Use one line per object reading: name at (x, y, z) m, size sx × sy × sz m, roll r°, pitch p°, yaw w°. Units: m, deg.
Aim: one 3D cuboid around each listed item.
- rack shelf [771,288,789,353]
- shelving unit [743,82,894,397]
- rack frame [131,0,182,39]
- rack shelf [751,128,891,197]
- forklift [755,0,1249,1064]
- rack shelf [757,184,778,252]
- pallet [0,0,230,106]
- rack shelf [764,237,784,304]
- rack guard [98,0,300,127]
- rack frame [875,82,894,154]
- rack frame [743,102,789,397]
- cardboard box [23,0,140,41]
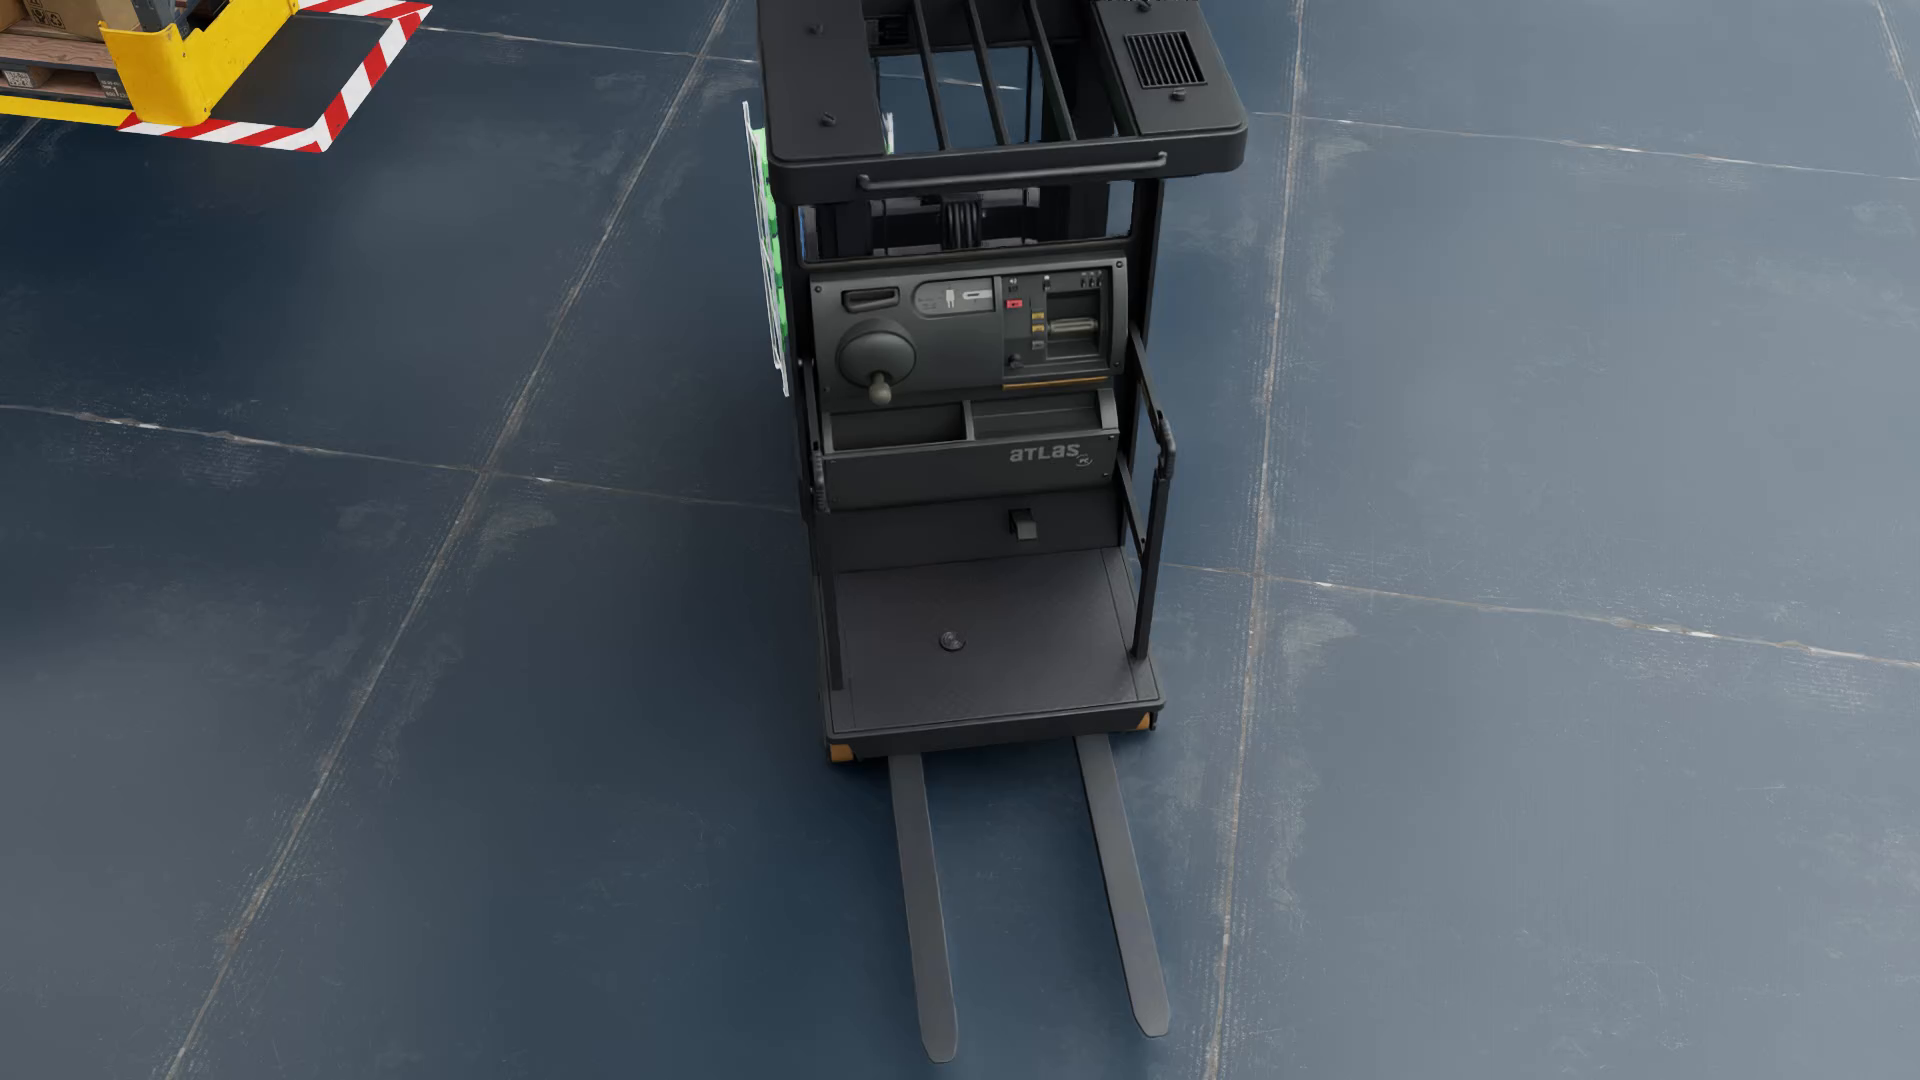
rack shelf at (-0.504, -0.923, 6.669) m, size 0.480 × 0.148 × 0.258 m, roll -12°, pitch 45°, yaw -10°
shelving unit at (-0.509, -1.140, 6.457) m, size 0.503 × 1.200 × 0.258 m, roll -12°, pitch 45°, yaw -10°
rack frame at (-3.673, -3.433, 7.318) m, size 0.127 × 3.000 × 1.000 m, roll 8°, pitch 49°, yaw 7°
rack shelf at (-0.516, -1.437, 6.166) m, size 0.480 × 0.148 × 0.258 m, roll -12°, pitch 45°, yaw -10°
forklift at (0.061, -0.519, 4.746) m, size 1.130 × 2.935 × 3.031 m, roll -5°, pitch 48°, yaw -5°
rack shelf at (-0.512, -1.266, 6.334) m, size 0.480 × 0.148 × 0.258 m, roll -12°, pitch 45°, yaw -10°
pallet at (-4.541, -2.645, 8.484) m, size 1.213 × 0.211 × 1.003 m, roll 8°, pitch 49°, yaw 7°
rack shelf at (-0.508, -1.094, 6.501) m, size 0.480 × 0.148 × 0.258 m, roll -12°, pitch 45°, yaw -10°
rack guard at (-3.748, -2.608, 8.257) m, size 0.348 × 0.500 × 1.175 m, roll 8°, pitch 49°, yaw 7°
rack frame at (-0.274, -1.189, 6.501) m, size 0.015 × 1.200 × 0.240 m, roll -12°, pitch 45°, yaw -10°
rack frame at (-0.744, -1.091, 6.413) m, size 0.015 × 1.200 × 0.240 m, roll -12°, pitch 45°, yaw -10°
cardboard box at (-4.285, -2.833, 8.177) m, size 0.500 × 0.500 × 0.500 m, roll 16°, pitch 50°, yaw 14°
